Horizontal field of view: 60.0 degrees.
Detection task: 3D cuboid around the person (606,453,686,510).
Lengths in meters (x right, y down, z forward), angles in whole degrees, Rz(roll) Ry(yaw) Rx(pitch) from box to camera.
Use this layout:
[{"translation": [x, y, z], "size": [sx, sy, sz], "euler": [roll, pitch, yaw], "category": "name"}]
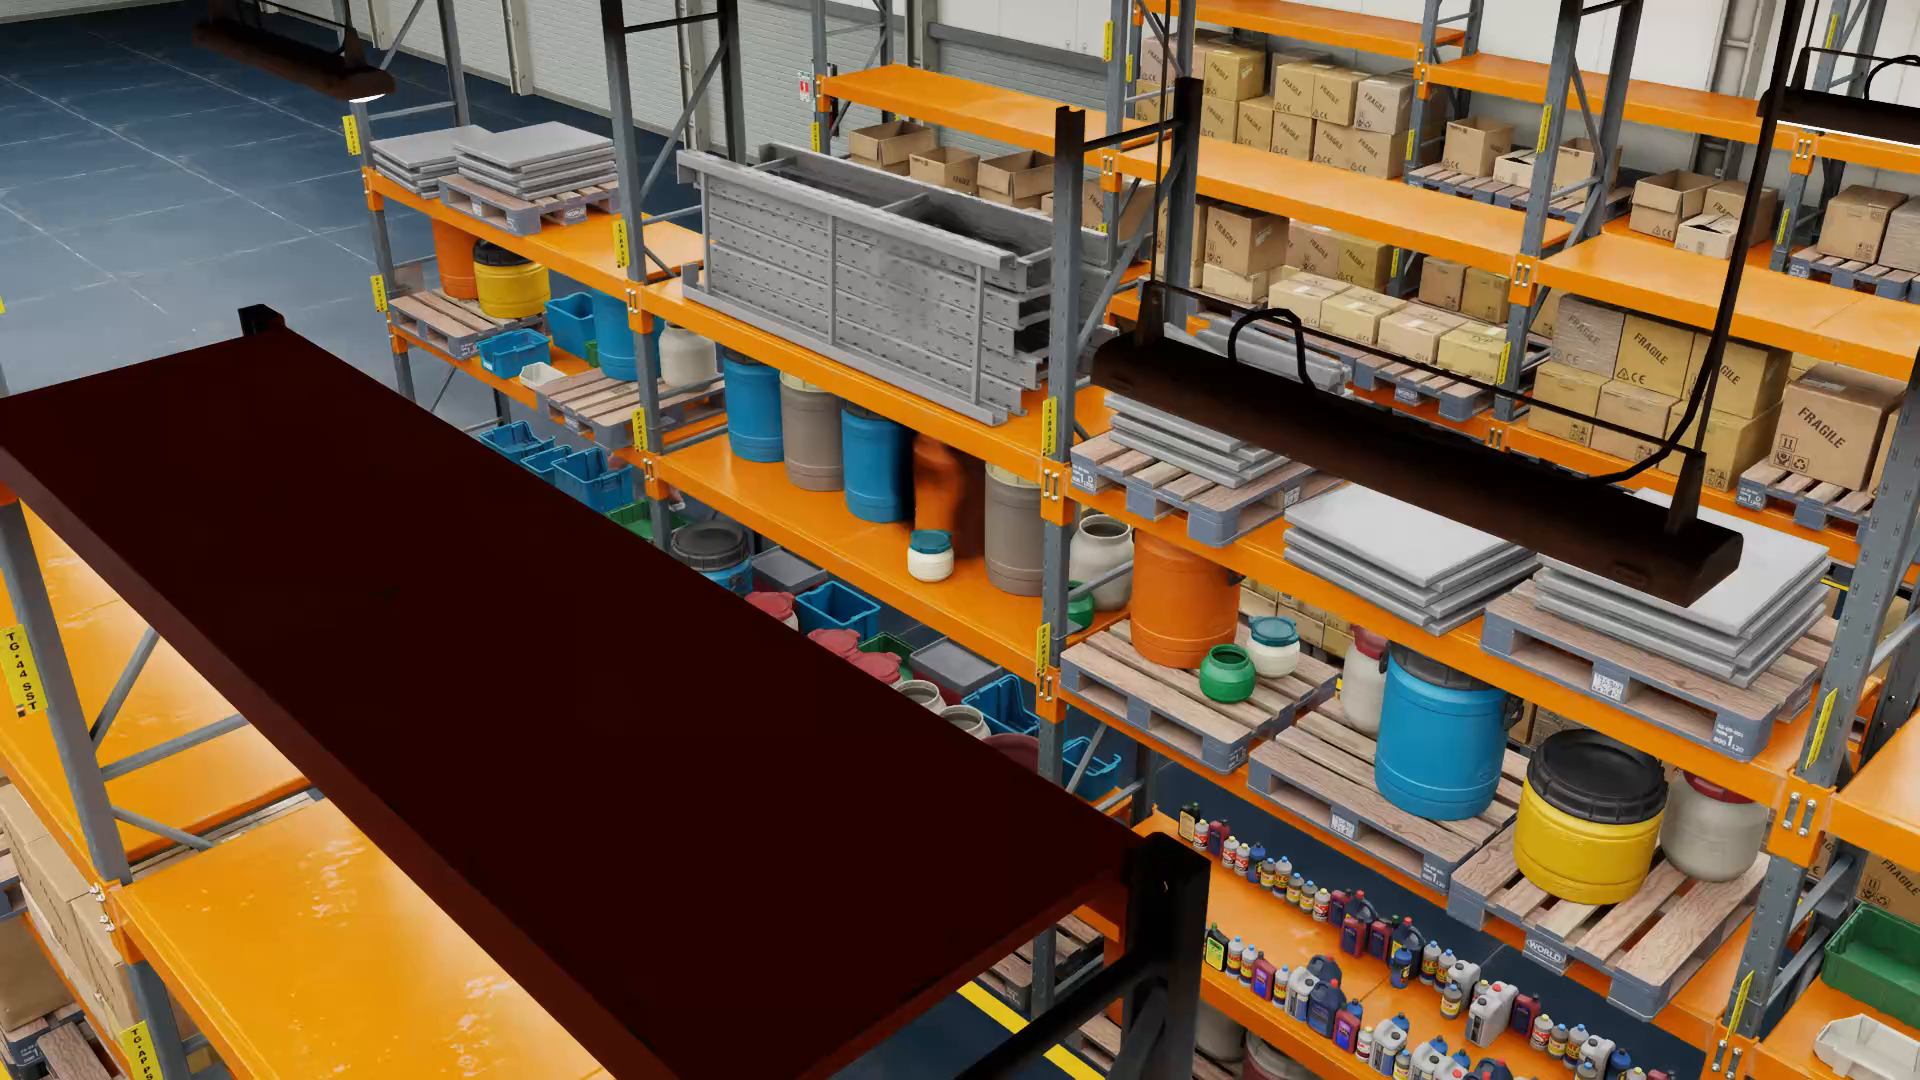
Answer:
[{"translation": [-3.313, -0.982, 16.960], "size": [0.914, 1.614, 0.504], "euler": [1, 28, 1], "category": "person"}]
